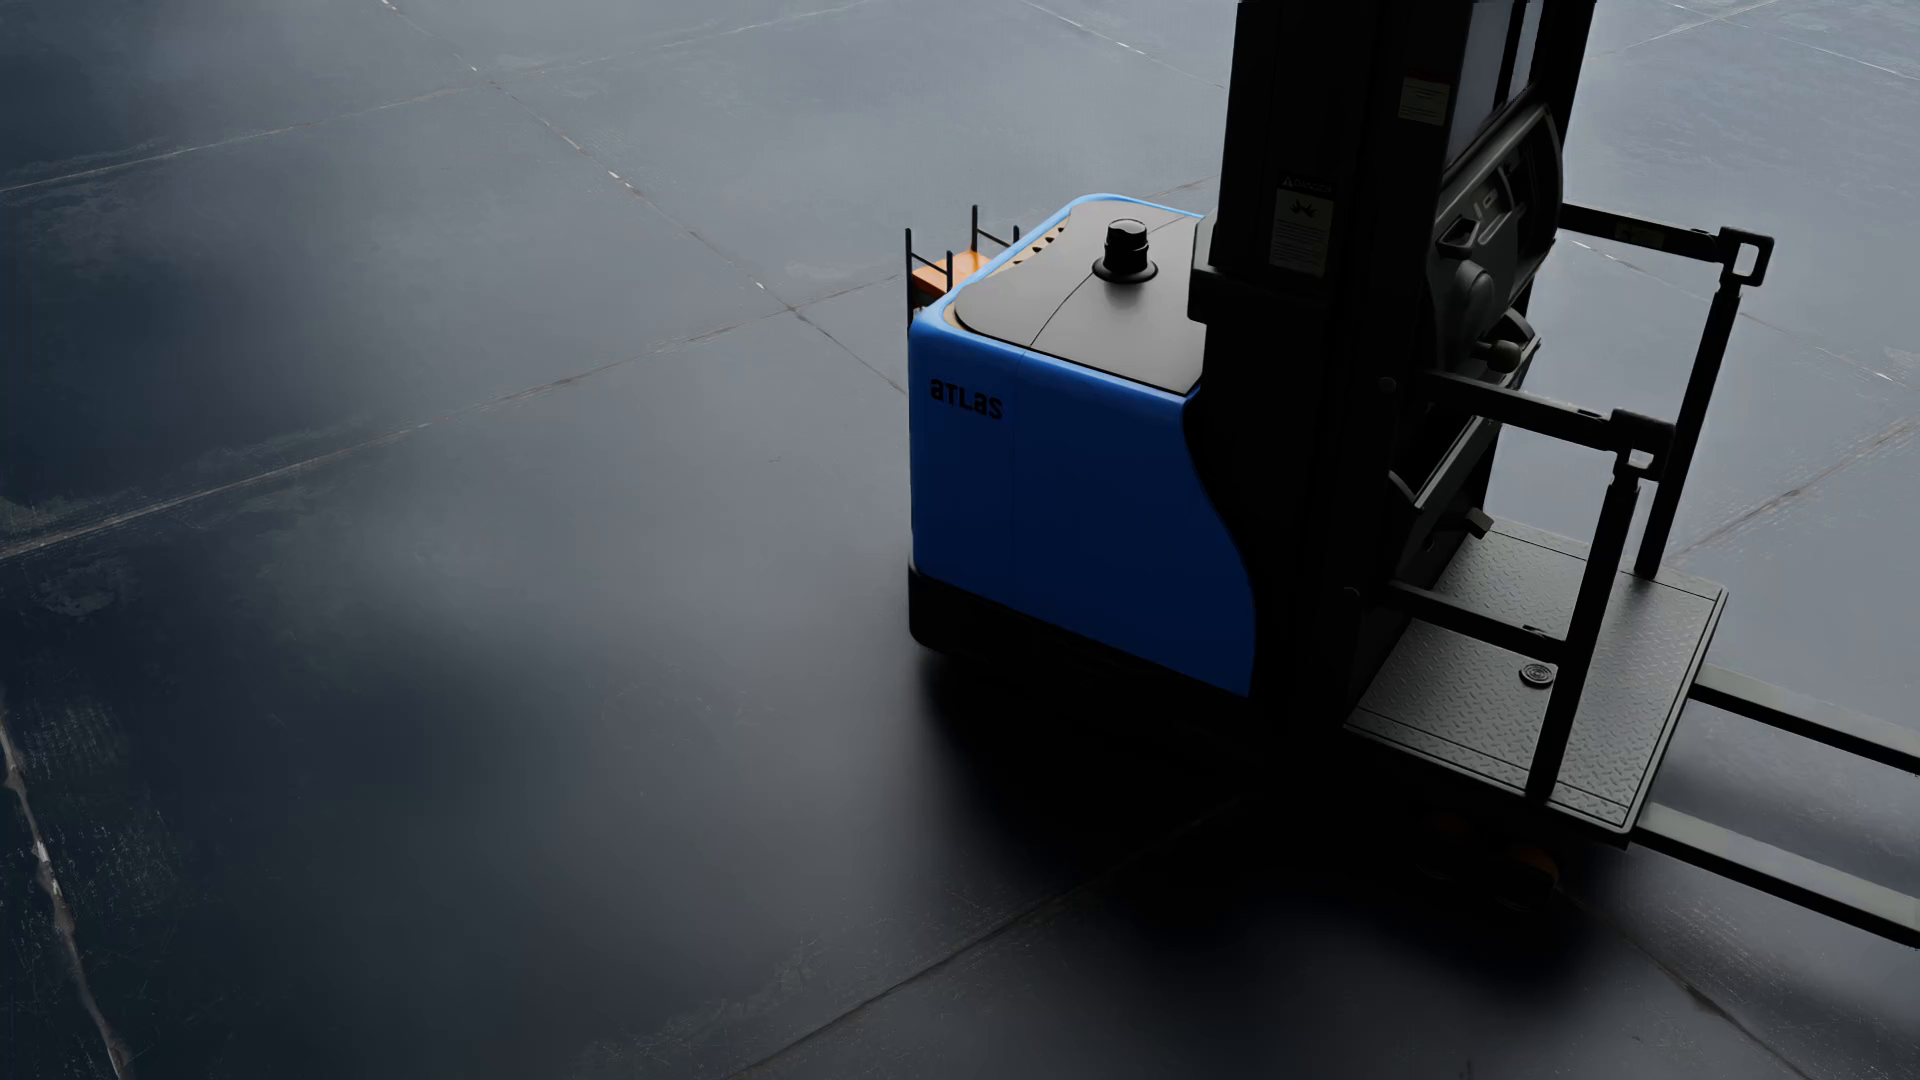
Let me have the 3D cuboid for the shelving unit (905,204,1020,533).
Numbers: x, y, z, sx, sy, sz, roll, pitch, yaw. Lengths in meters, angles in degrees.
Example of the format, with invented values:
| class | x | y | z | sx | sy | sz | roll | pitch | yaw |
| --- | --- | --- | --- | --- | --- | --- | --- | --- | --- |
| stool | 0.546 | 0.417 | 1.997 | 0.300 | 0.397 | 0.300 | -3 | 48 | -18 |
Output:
| class | x | y | z | sx | sy | sz | roll | pitch | yaw |
| --- | --- | --- | --- | --- | --- | --- | --- | --- | --- |
| shelving unit | 0.007 | -0.452 | 4.979 | 0.252 | 1.050 | 0.215 | -26 | 43 | -31 |

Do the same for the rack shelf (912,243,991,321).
| class | x | y | z | sx | sy | sz | roll | pitch | yaw |
| --- | --- | --- | --- | --- | --- | --- | --- | --- | --- |
| rack shelf | 0.007 | -0.673 | 4.819 | 0.240 | 0.259 | 0.215 | -26 | 43 | -31 |

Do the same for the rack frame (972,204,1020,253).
| class | x | y | z | sx | sy | sz | roll | pitch | yaw |
| --- | --- | --- | --- | --- | --- | --- | --- | --- | --- |
| rack frame | 0.101 | -0.497 | 5.042 | 0.008 | 1.050 | 0.200 | -26 | 43 | -31 |

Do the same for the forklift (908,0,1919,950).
| class | x | y | z | sx | sy | sz | roll | pitch | yaw |
| --- | --- | --- | --- | --- | --- | --- | --- | --- | --- |
| forklift | 1.376 | -0.652 | 3.646 | 3.031 | 2.935 | 1.130 | 20 | 40 | 26 |

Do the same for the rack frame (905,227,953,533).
| class | x | y | z | sx | sy | sz | roll | pitch | yaw |
| --- | --- | --- | --- | --- | --- | --- | --- | --- | --- |
| rack frame | -0.087 | -0.406 | 4.915 | 0.008 | 1.050 | 0.200 | -26 | 43 | -31 |
